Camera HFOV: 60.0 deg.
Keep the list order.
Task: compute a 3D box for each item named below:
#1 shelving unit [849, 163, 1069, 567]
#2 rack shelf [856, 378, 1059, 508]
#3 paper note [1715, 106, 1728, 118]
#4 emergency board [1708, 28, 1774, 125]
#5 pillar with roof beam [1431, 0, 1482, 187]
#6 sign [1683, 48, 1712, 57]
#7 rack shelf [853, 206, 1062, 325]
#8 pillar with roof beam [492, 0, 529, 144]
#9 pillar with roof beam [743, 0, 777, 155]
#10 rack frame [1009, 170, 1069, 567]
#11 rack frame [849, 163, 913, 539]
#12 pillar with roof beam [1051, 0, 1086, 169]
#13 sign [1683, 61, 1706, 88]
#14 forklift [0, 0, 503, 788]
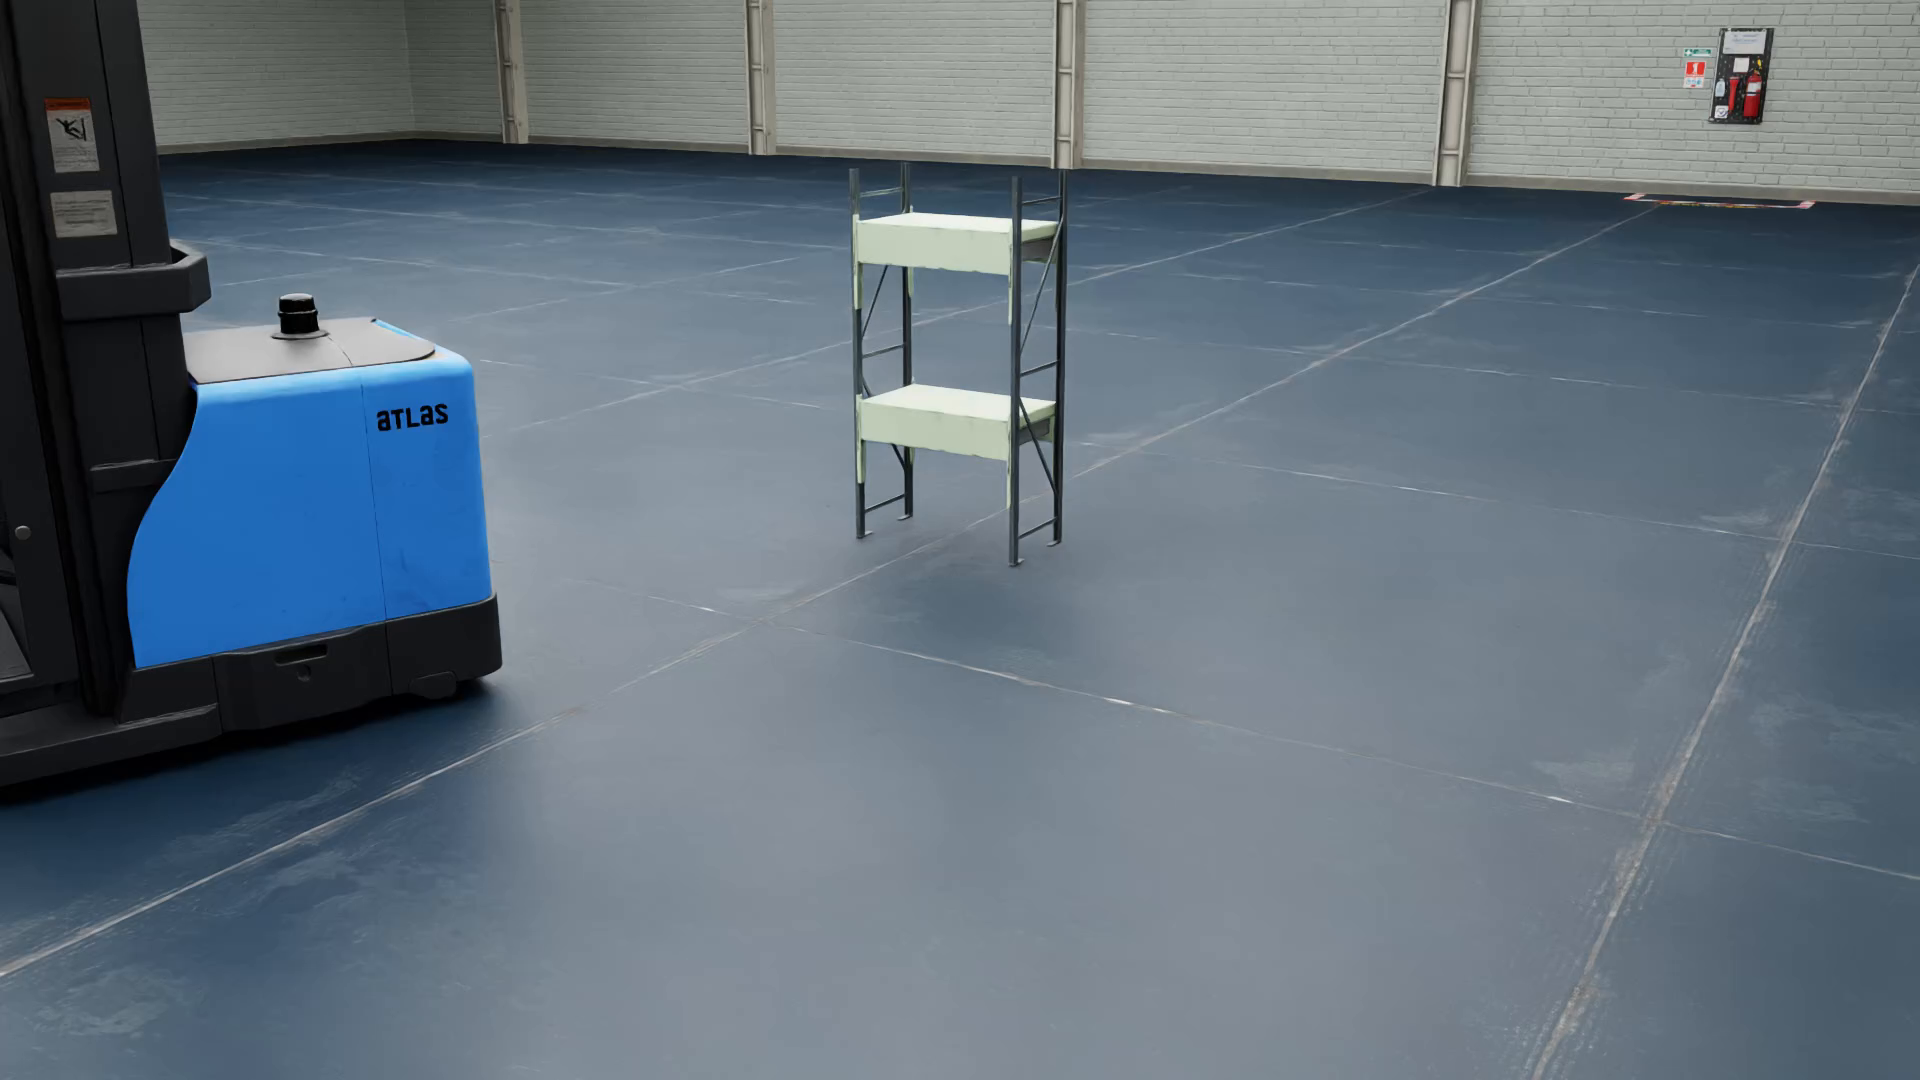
[{"bbox_3d":[-0.006,-0.719,6.667,0.755,1.500,0.431,10,20,30],"label":"shelving unit"},{"bbox_3d":[-0.006,-0.407,6.761,0.720,0.370,0.431,10,20,30],"label":"rack shelf"},{"bbox_3d":[9.693,-5.448,21.170,0.142,0.148,0.016,10,20,30],"label":"paper note"},{"bbox_3d":[9.808,-5.825,20.897,0.643,1.169,0.194,10,20,30],"label":"emergency board"},{"bbox_3d":[4.528,-8.157,18.251,0.400,9.000,9.100,10,20,30],"label":"pillar with roof beam"},{"bbox_3d":[9.390,-6.202,21.166,0.331,0.109,0.001,10,20,30],"label":"sign"},{"bbox_3d":[-0.006,-1.092,6.553,0.720,0.370,0.431,10,20,30],"label":"rack shelf"},{"bbox_3d":[-10.810,-10.895,27.264,0.400,9.000,9.100,10,20,30],"label":"pillar with roof beam"},{"bbox_3d":[-5.698,-9.982,24.260,0.400,9.000,9.100,10,20,30],"label":"pillar with roof beam"},{"bbox_3d":[0.306,-0.663,6.483,0.023,1.500,0.400,10,20,30],"label":"rack frame"},{"bbox_3d":[-0.318,-0.774,6.850,0.023,1.500,0.400,10,20,30],"label":"rack frame"},{"bbox_3d":[-0.585,-9.069,21.255,0.400,9.000,9.100,10,20,30],"label":"pillar with roof beam"},{"bbox_3d":[9.391,-5.952,21.253,0.234,0.329,0.001,10,20,30],"label":"sign"},{"bbox_3d":[-2.958,-0.791,4.441,3.031,2.935,1.130,-12,20,-34],"label":"forklift"}]
